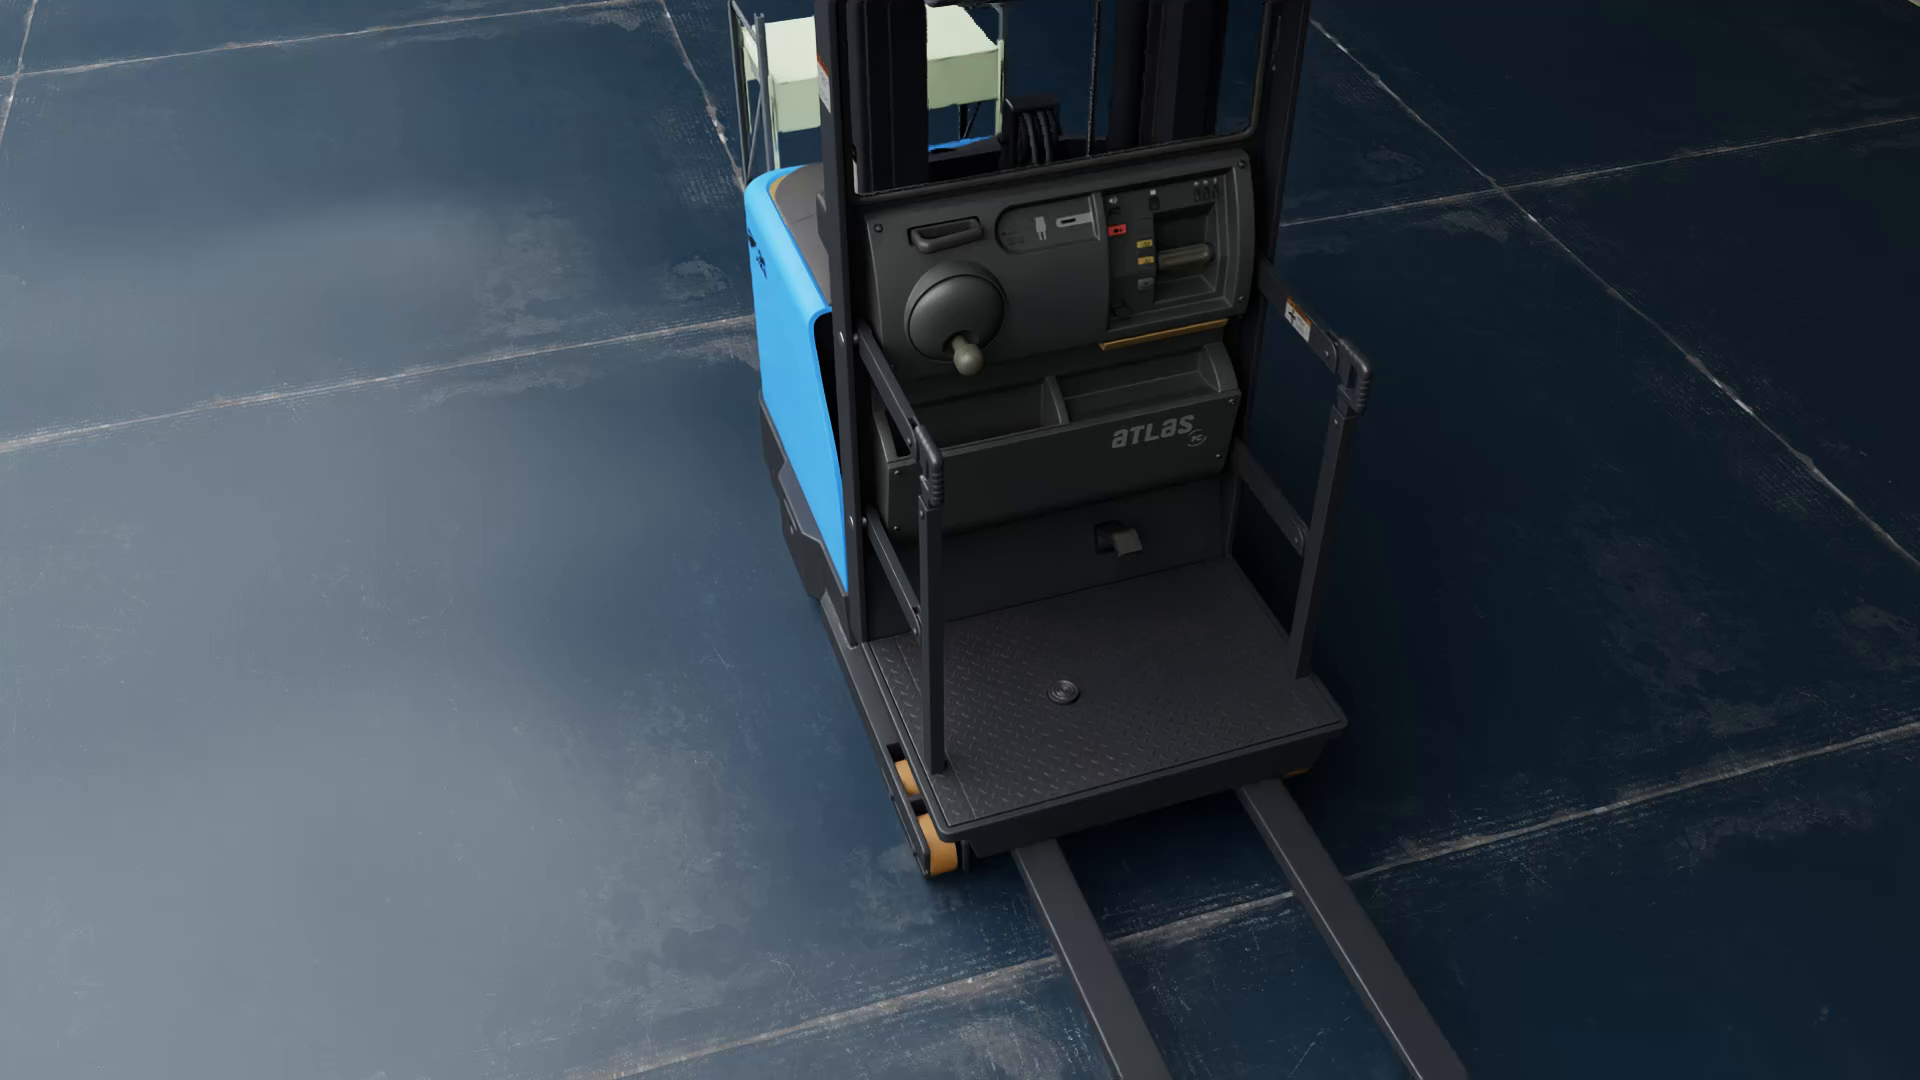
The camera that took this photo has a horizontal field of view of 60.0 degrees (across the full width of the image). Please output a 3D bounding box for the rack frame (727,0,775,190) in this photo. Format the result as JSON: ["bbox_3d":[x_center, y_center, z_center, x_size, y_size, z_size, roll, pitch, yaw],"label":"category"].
[{"bbox_3d":[-0.623,-1.018,5.275,0.023,1.500,0.400,-13,43,-15],"label":"rack frame"}]

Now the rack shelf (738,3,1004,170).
[{"bbox_3d":[-0.278,-1.392,5.111,0.720,0.370,0.431,-13,43,-15],"label":"rack shelf"}]

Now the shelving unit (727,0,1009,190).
[{"bbox_3d":[-0.278,-1.098,5.367,0.755,1.500,0.431,-13,43,-15],"label":"shelving unit"}]

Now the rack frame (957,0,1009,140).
[{"bbox_3d":[0.067,-1.179,5.460,0.023,1.500,0.400,-13,43,-15],"label":"rack frame"}]

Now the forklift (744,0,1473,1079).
[{"bbox_3d":[0.316,-0.551,3.653,1.130,2.935,3.031,-13,43,-14],"label":"forklift"}]
